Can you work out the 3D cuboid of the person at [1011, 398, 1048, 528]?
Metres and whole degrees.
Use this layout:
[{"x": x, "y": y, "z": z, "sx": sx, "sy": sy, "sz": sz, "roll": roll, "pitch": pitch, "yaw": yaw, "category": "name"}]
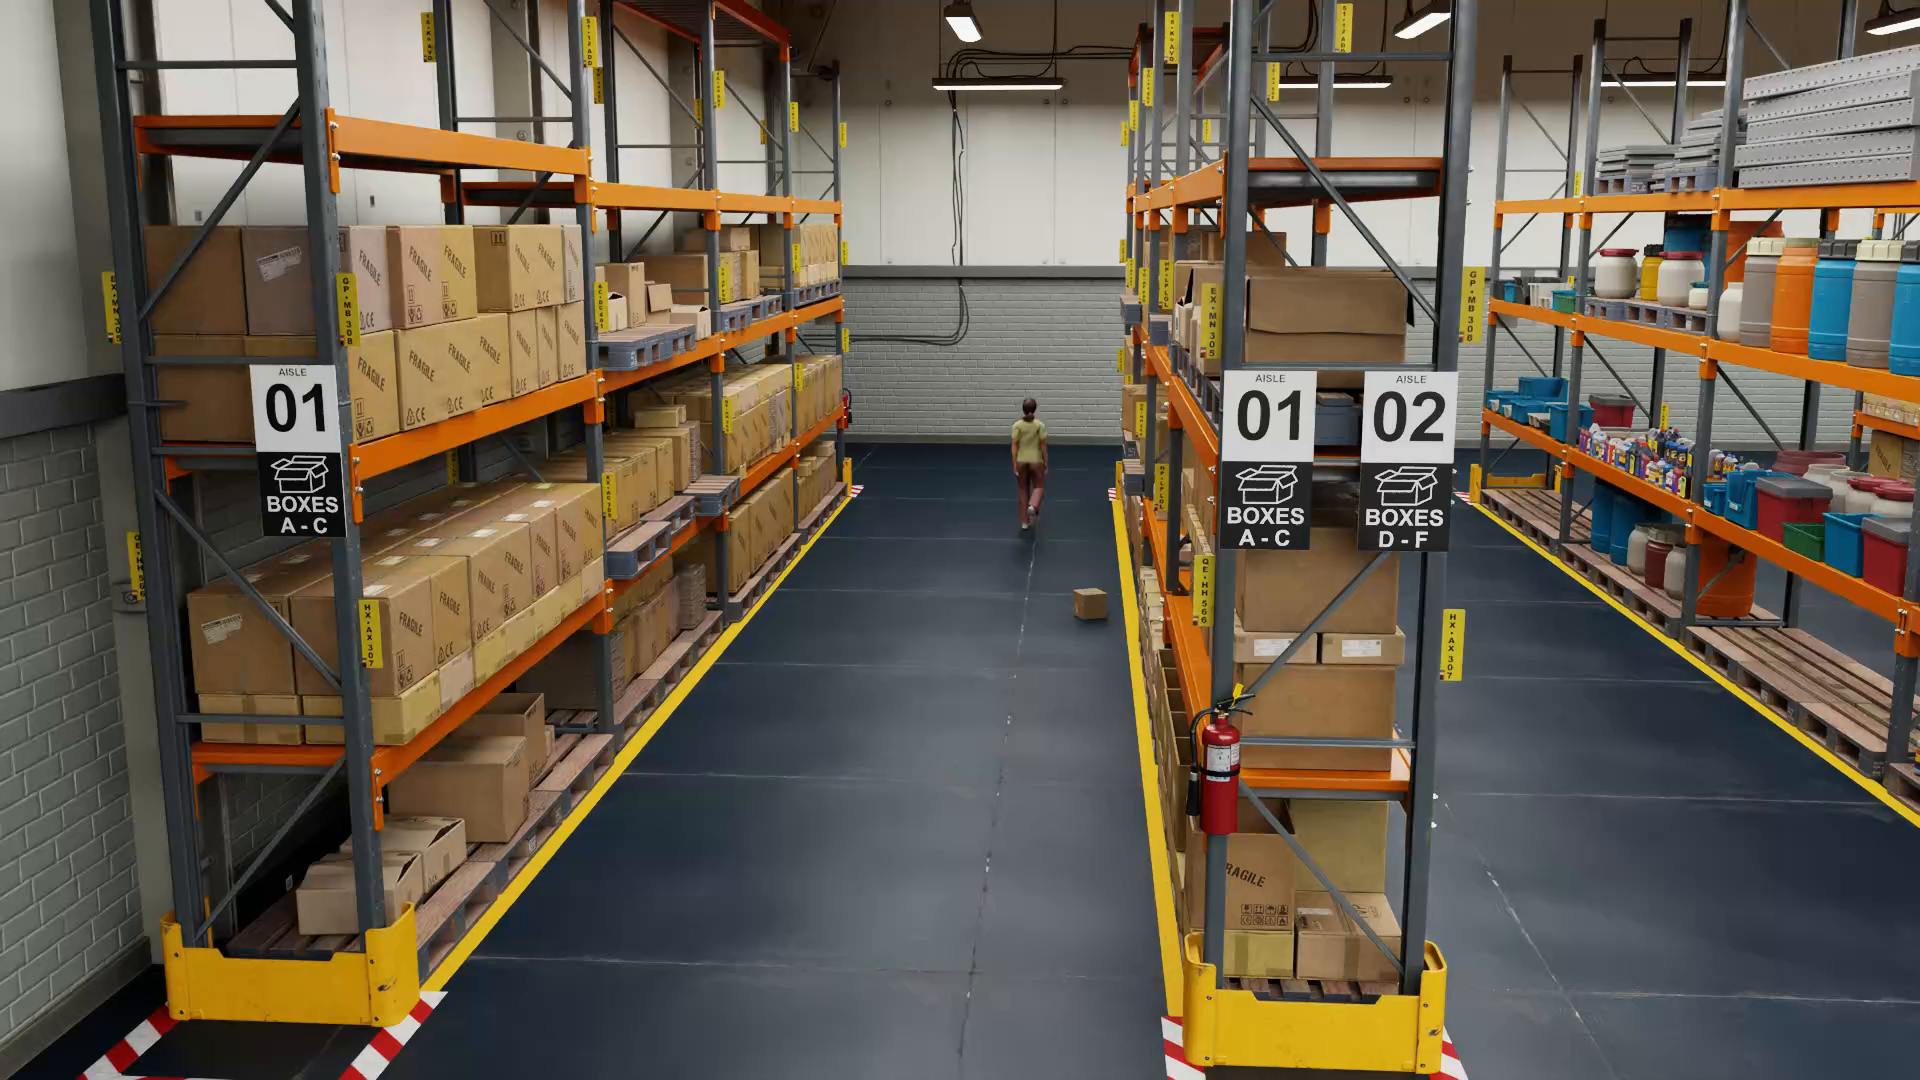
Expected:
[{"x": 0.870, "y": -0.944, "z": 20.818, "sx": 0.454, "sy": 1.651, "sz": 0.639, "roll": 1, "pitch": 11, "yaw": 8, "category": "person"}]
